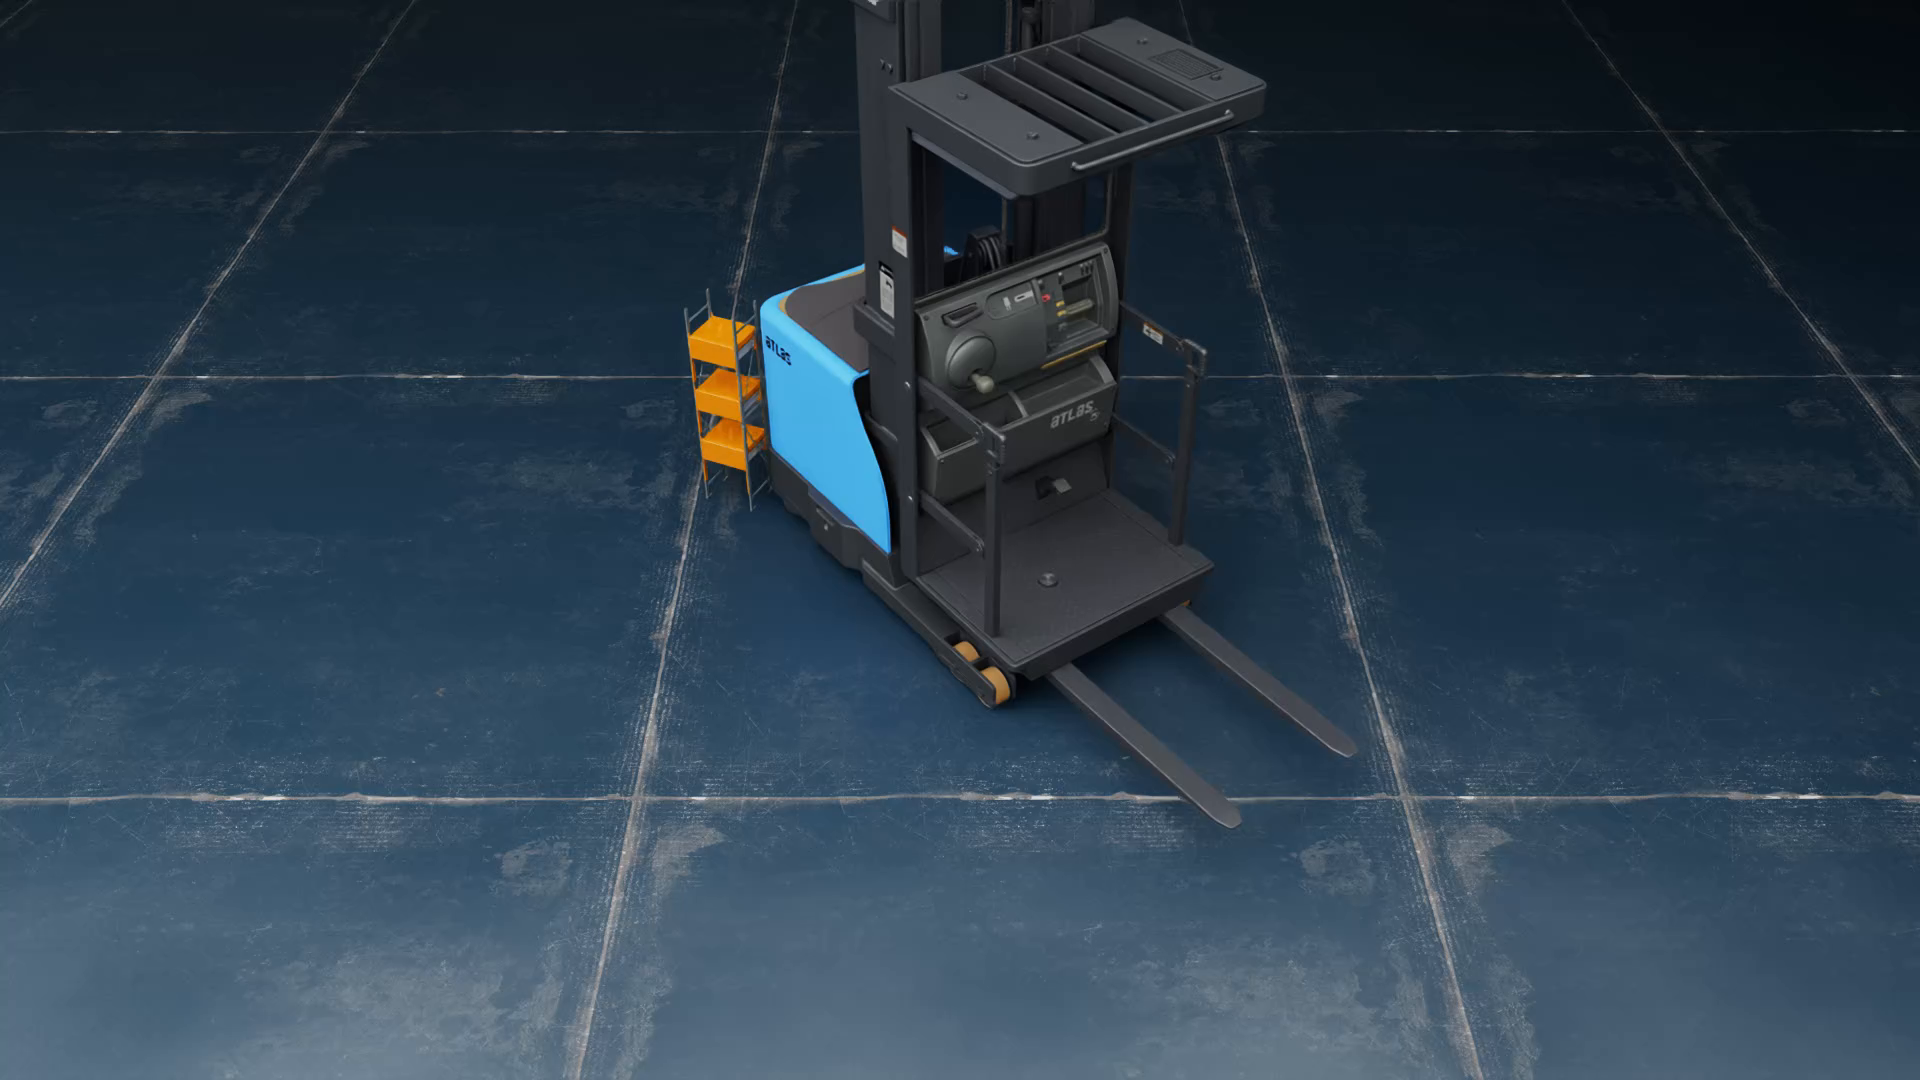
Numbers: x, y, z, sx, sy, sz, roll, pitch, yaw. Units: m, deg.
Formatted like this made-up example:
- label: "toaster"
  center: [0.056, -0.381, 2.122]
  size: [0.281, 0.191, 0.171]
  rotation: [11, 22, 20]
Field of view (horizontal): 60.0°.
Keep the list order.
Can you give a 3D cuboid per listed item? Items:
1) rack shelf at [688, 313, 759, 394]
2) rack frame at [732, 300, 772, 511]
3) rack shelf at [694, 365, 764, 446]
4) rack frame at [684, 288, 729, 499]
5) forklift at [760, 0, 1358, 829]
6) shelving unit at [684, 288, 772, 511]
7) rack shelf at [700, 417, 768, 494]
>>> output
- label: "rack shelf"
  center: [-1.063, -0.848, 7.531]
  size: [0.240, 0.259, 0.215]
  rotation: [16, 41, 19]
- label: "rack frame"
  center: [-0.952, -0.603, 7.663]
  size: [0.008, 1.050, 0.200]
  rotation: [16, 41, 19]
- label: "rack shelf"
  center: [-1.063, -0.626, 7.709]
  size: [0.240, 0.259, 0.215]
  rotation: [16, 41, 19]
- label: "rack frame"
  center: [-1.174, -0.666, 7.742]
  size: [0.008, 1.050, 0.200]
  rotation: [16, 41, 19]
- label: "forklift"
  center: [0.370, -0.801, 6.406]
  size: [1.130, 2.935, 3.031]
  rotation: [-25, 45, -27]
- label: "shelving unit"
  center: [-1.063, -0.634, 7.702]
  size: [0.252, 1.050, 0.215]
  rotation: [16, 41, 19]
- label: "rack shelf"
  center: [-1.063, -0.409, 7.883]
  size: [0.240, 0.259, 0.215]
  rotation: [16, 41, 19]
